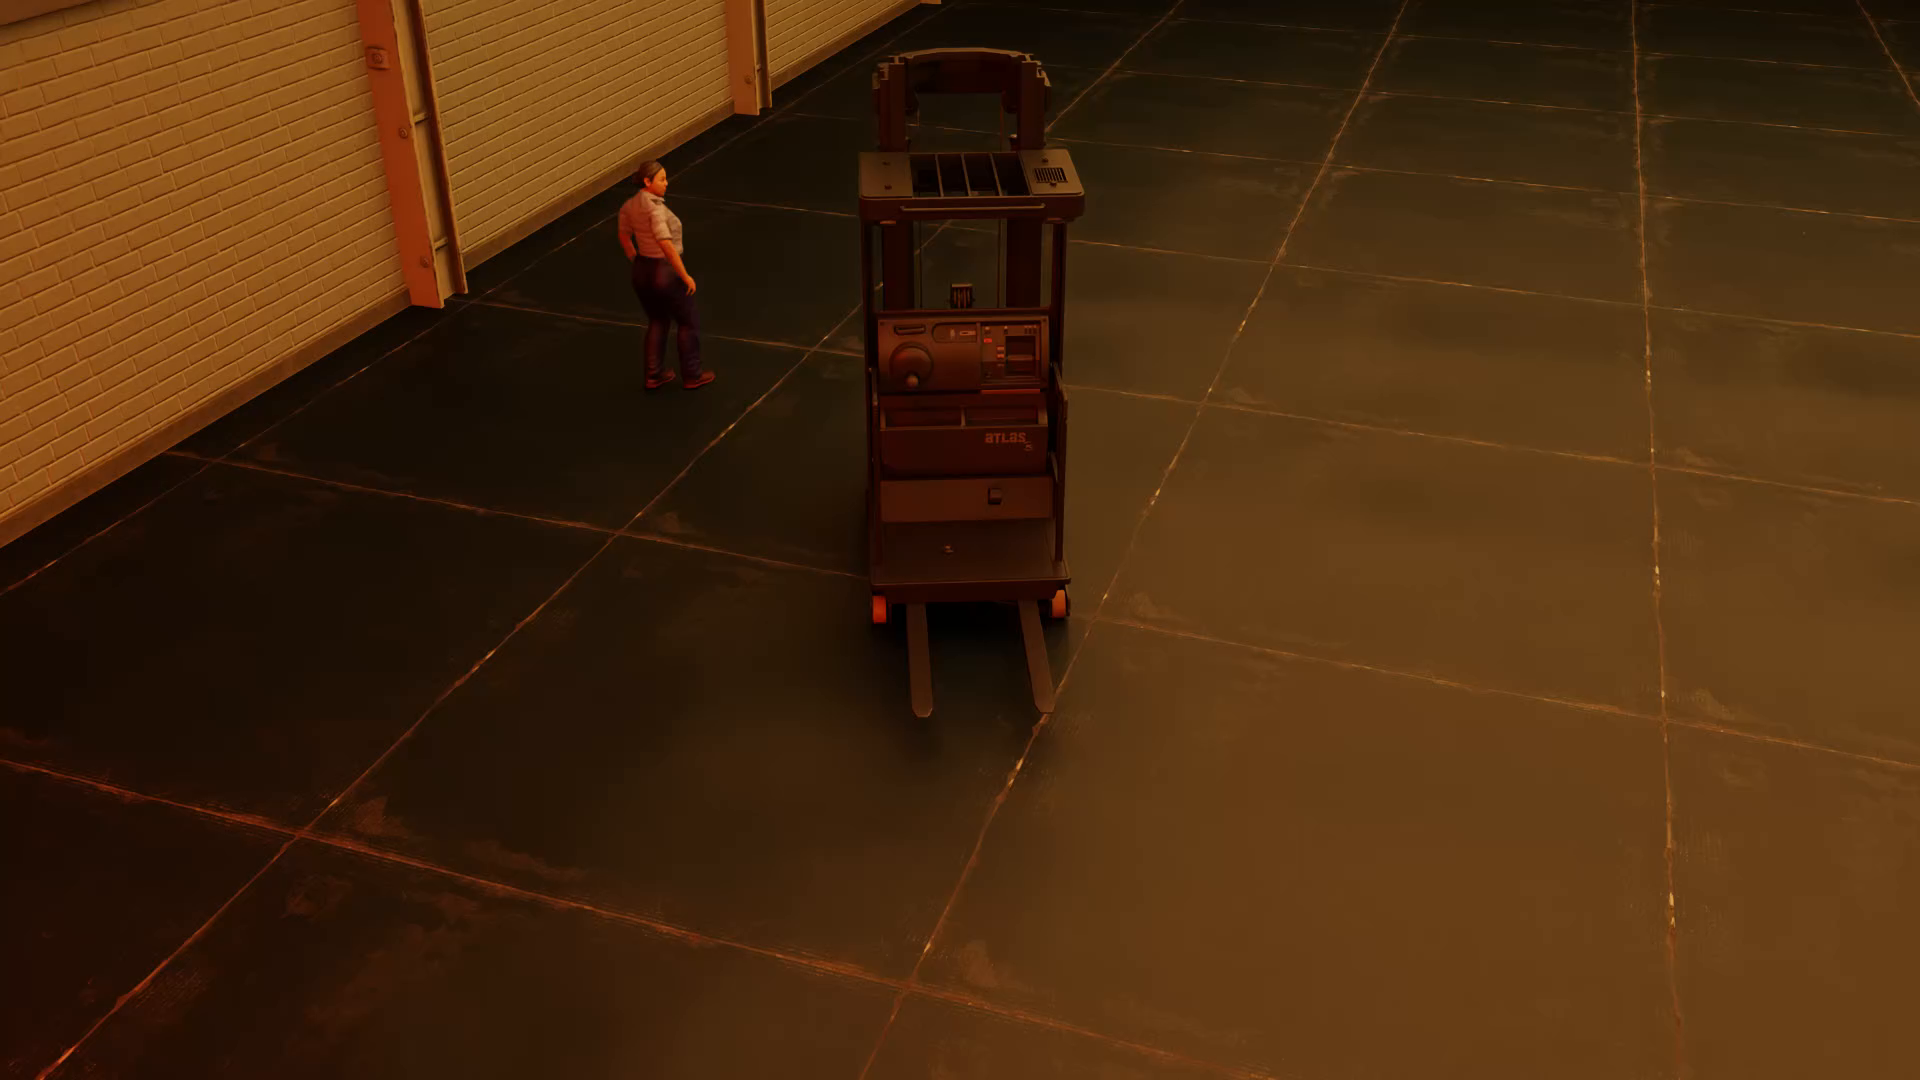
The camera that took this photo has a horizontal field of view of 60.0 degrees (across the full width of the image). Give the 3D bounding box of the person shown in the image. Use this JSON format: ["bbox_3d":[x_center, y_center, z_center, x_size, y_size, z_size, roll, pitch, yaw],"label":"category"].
[{"bbox_3d":[-2.068,-1.868,11.722,0.672,1.639,0.469,21,36,32],"label":"person"}]

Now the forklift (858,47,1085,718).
[{"bbox_3d":[0.035,-0.972,8.842,1.130,2.935,3.031,-2,30,-3],"label":"forklift"}]
